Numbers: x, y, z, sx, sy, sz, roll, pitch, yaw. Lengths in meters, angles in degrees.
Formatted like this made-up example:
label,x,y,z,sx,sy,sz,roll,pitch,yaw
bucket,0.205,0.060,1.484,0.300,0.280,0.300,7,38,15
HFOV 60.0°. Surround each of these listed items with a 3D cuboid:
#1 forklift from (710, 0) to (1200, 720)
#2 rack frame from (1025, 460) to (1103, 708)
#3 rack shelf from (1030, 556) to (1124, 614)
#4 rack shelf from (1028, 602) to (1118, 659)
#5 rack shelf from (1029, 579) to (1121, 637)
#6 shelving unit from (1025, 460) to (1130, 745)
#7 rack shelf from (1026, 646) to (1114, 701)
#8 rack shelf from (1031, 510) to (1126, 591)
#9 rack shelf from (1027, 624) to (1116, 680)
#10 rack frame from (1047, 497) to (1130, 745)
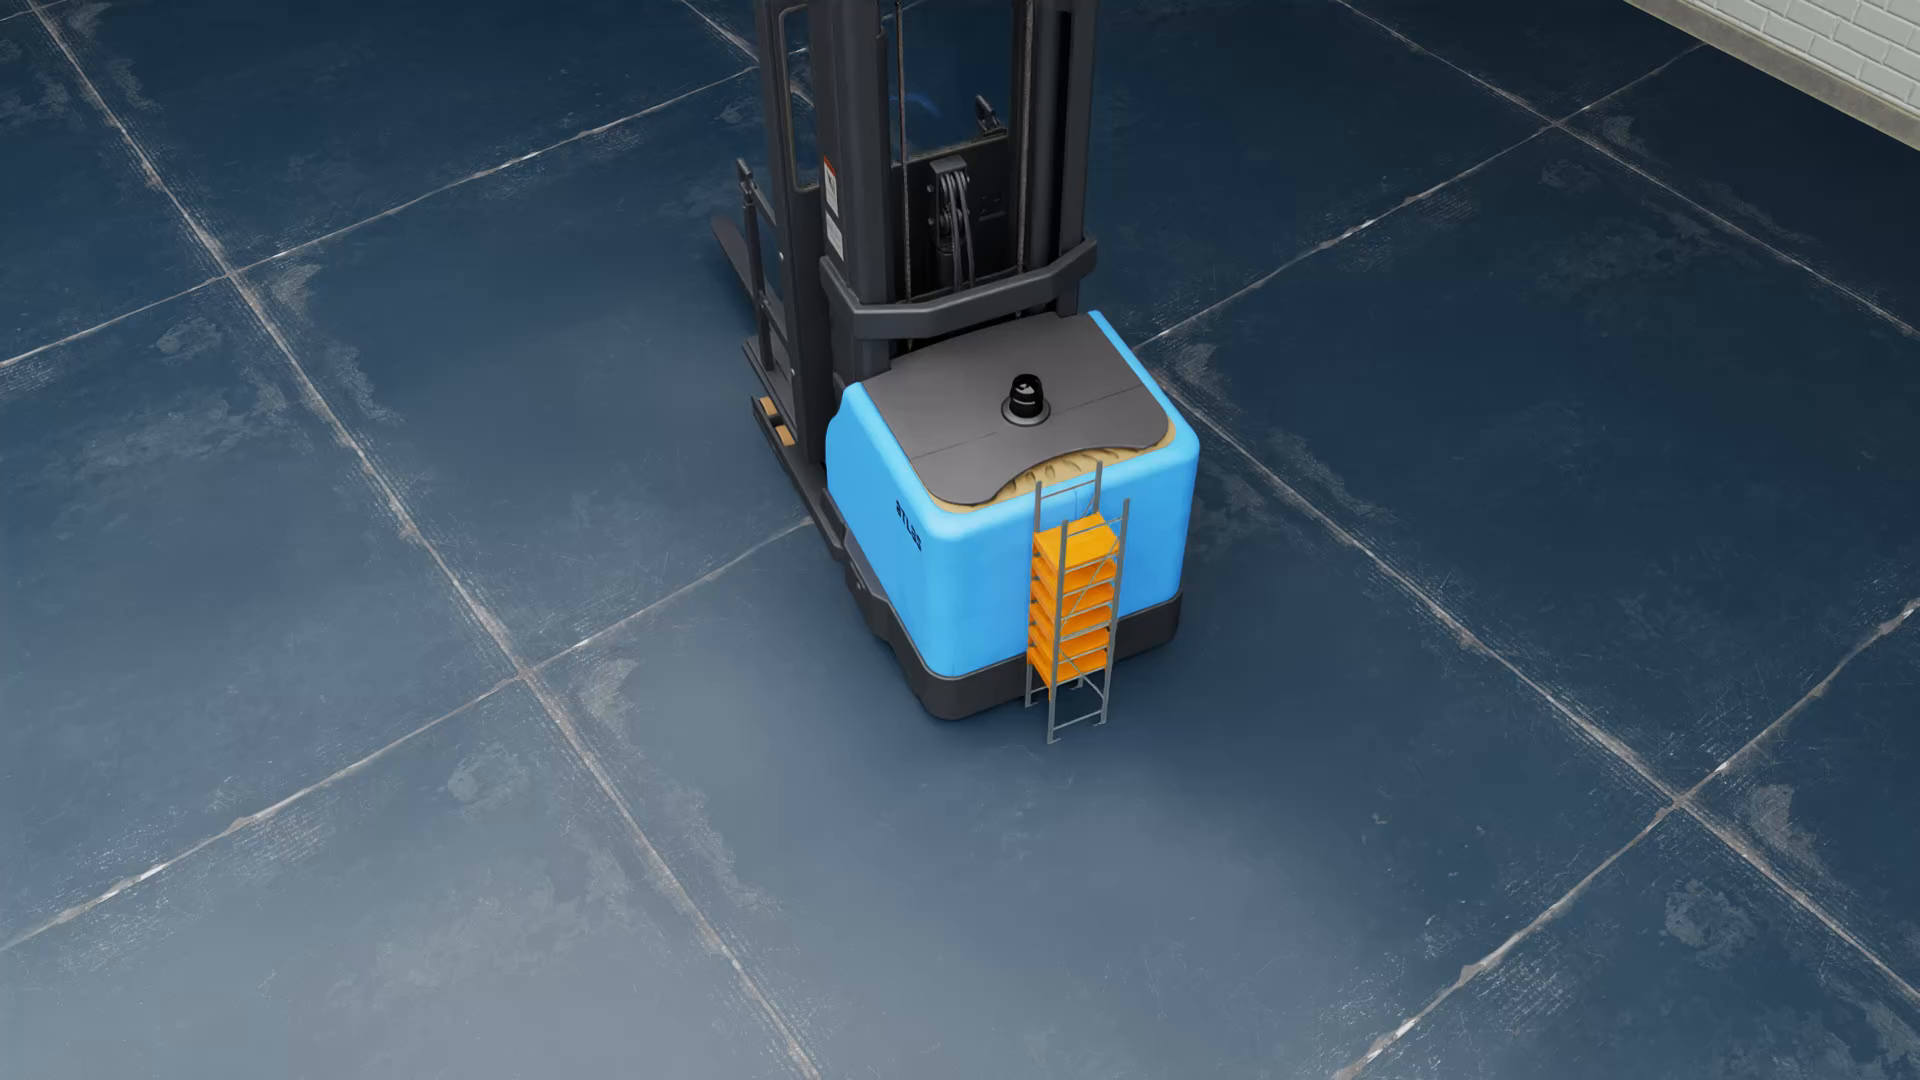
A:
label,x,y,z,sx,sy,sz,roll,pitch,yaw
forklift,-0.240,-1.437,6.073,1.130,2.935,3.031,-19,51,-16
rack frame,0.352,0.183,5.773,0.240,1.200,0.006,-19,51,-16
rack shelf,0.390,0.113,5.572,0.258,0.103,0.180,-19,51,-16
rack shelf,0.390,0.275,5.750,0.258,0.103,0.180,-19,51,-16
rack shelf,0.390,0.194,5.661,0.258,0.103,0.180,-19,51,-16
shelving unit,0.390,0.245,5.717,0.258,1.200,0.189,-19,51,-16
rack shelf,0.390,0.436,5.928,0.258,0.103,0.180,-19,51,-16
rack shelf,0.390,0.033,5.483,0.258,0.103,0.180,-19,51,-16
rack shelf,0.390,0.355,5.839,0.258,0.103,0.180,-19,51,-16
rack frame,0.428,0.306,5.661,0.240,1.200,0.006,-19,51,-16
